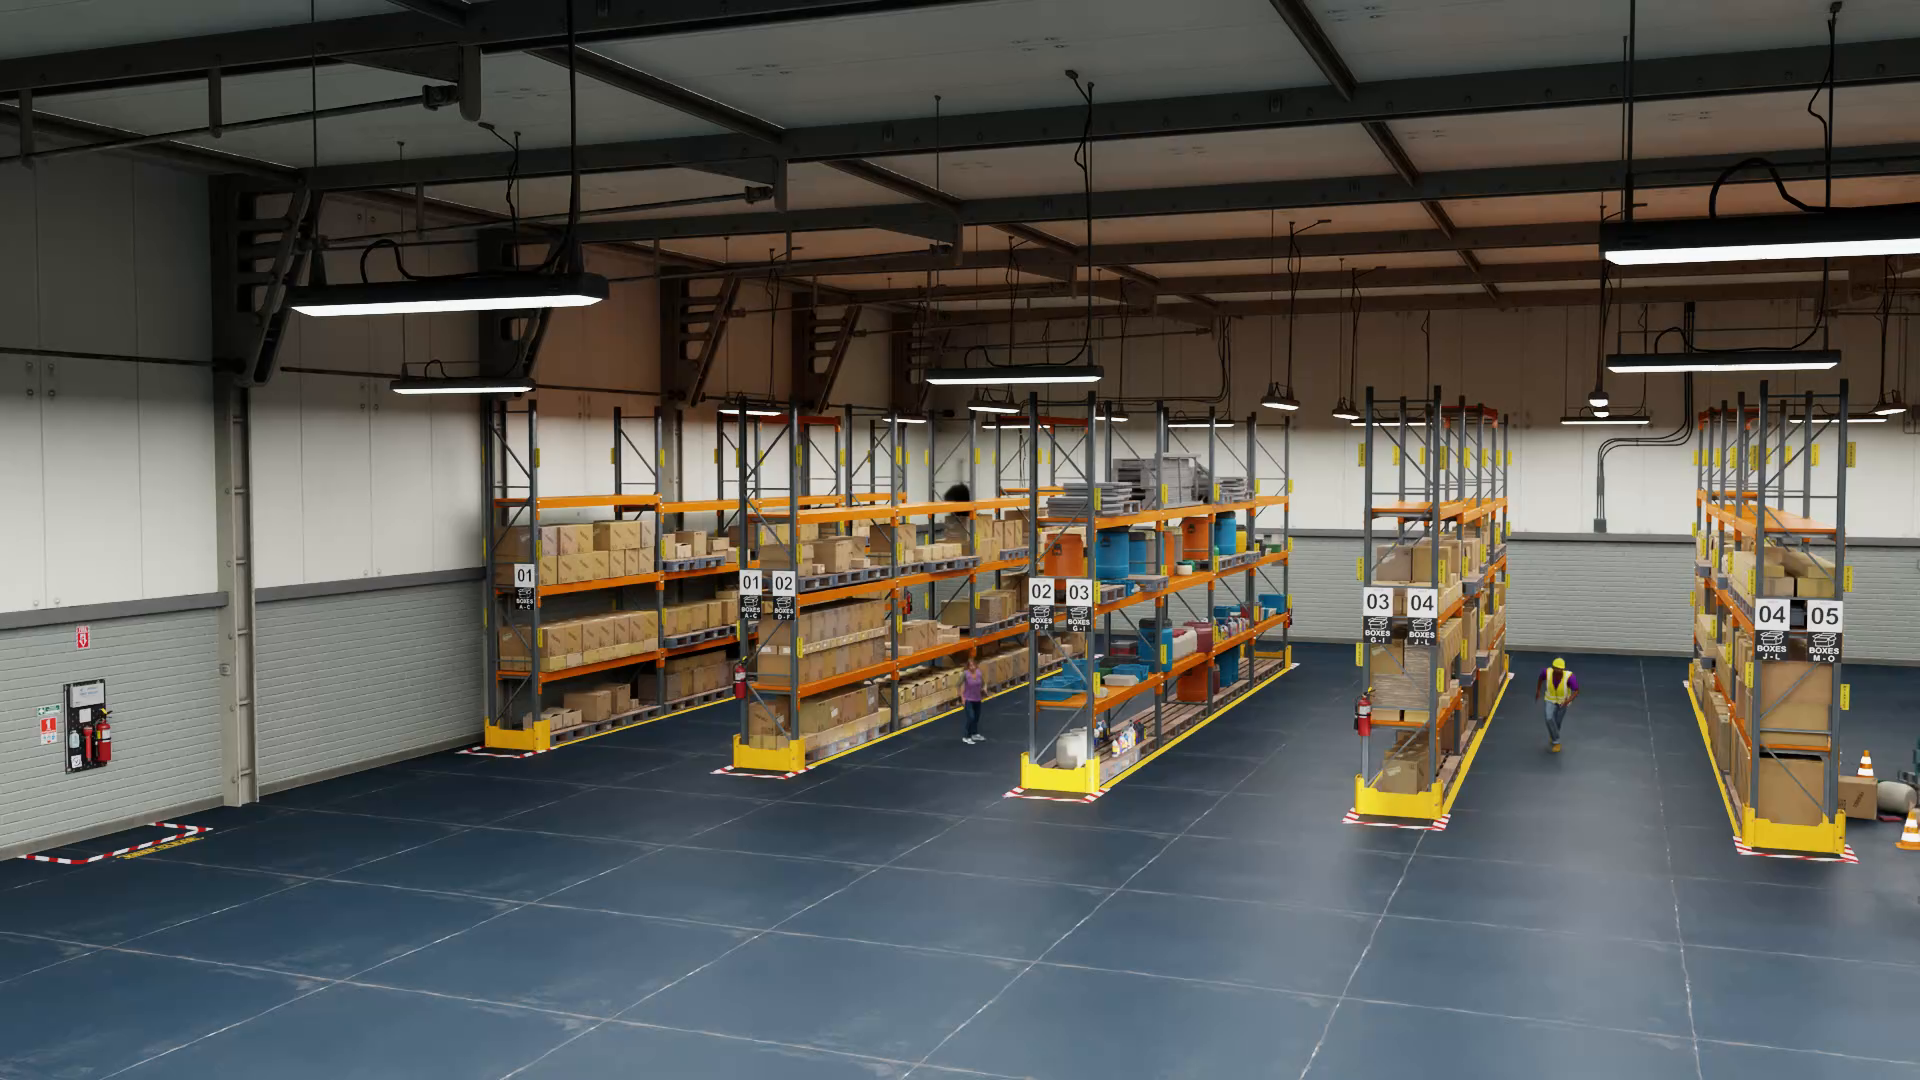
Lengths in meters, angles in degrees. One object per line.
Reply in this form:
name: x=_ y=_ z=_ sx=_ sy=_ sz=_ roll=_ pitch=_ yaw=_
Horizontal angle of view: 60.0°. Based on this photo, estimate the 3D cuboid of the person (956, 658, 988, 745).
person: x=0.242 y=2.831 z=29.179 sx=0.589 sy=1.512 sz=0.748 roll=-2 pitch=3 yaw=-30

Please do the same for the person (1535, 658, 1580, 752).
person: x=10.231 y=2.775 z=28.487 sx=0.715 sy=1.610 sz=1.085 roll=1 pitch=3 yaw=20

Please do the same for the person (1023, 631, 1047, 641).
person: x=2.036 y=1.983 z=43.955 sx=0.561 sy=1.740 sz=0.861 roll=-3 pitch=4 yaw=-43
